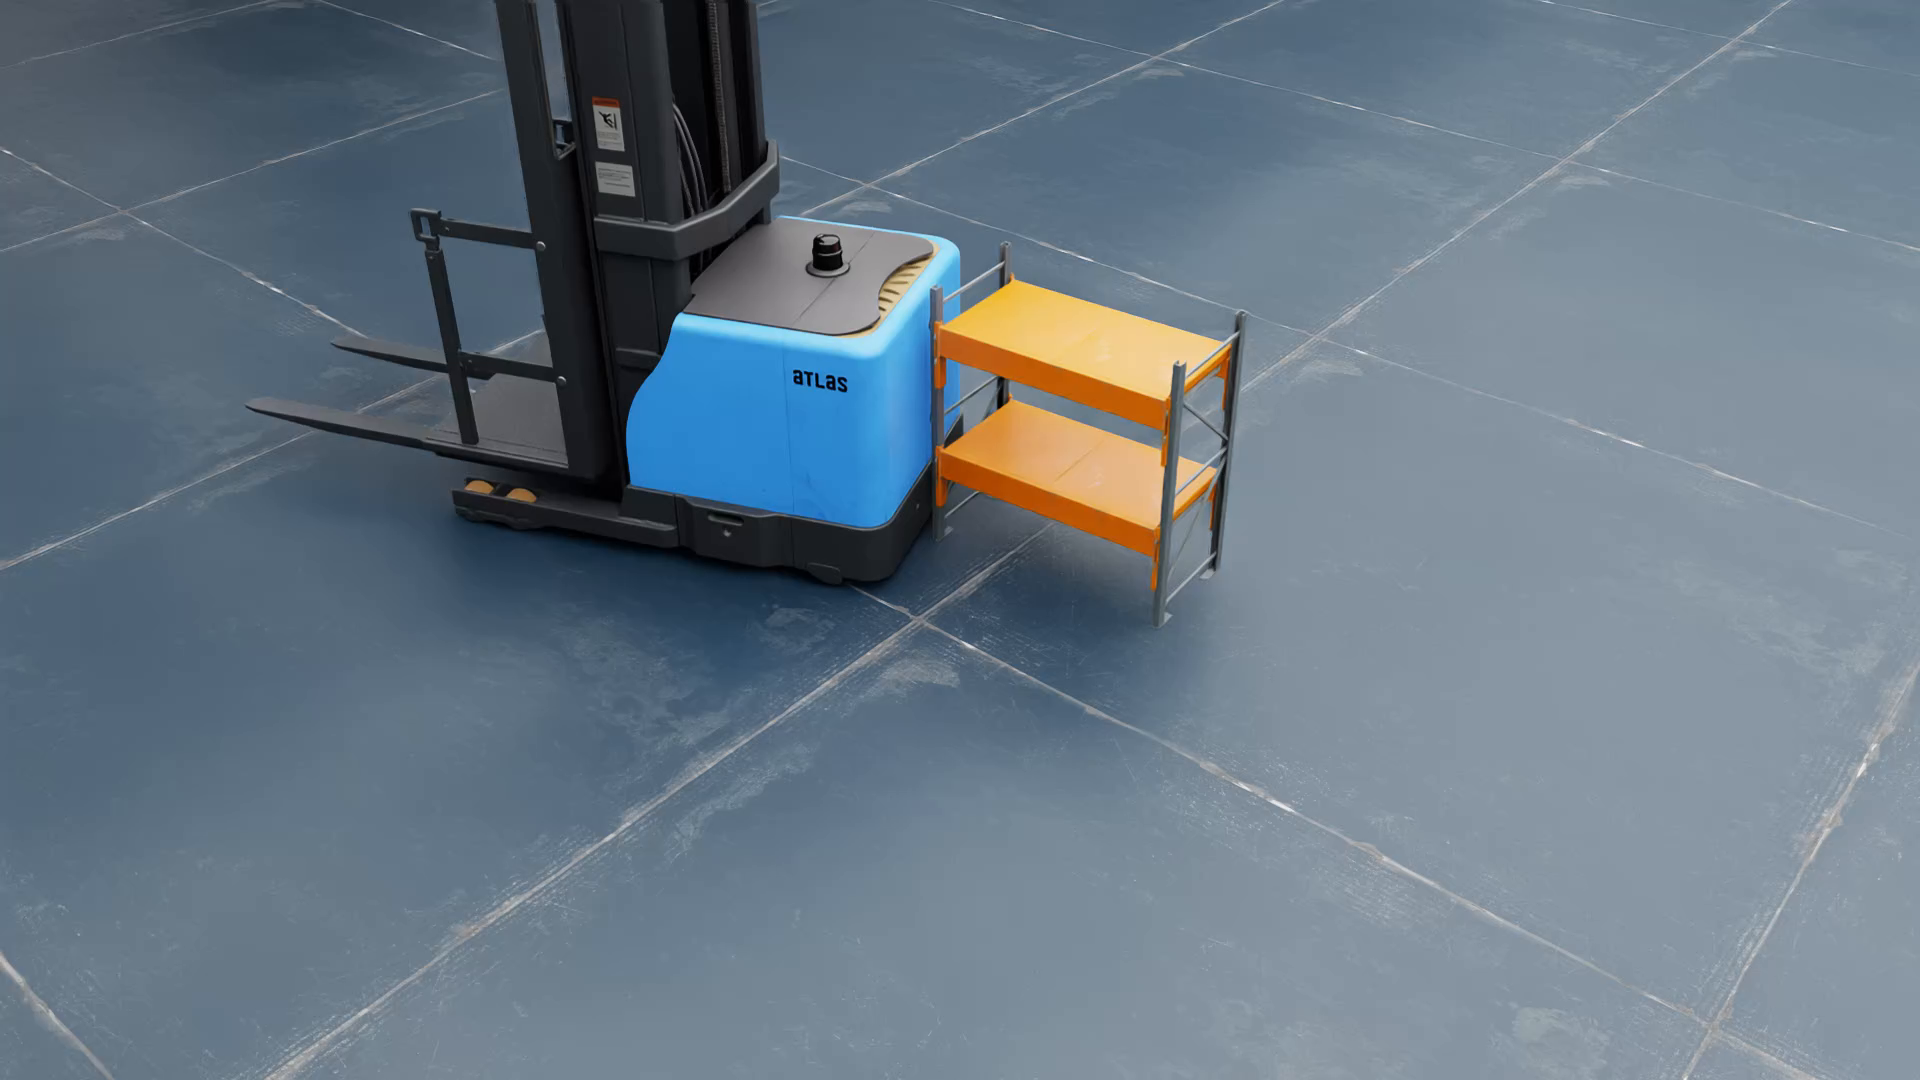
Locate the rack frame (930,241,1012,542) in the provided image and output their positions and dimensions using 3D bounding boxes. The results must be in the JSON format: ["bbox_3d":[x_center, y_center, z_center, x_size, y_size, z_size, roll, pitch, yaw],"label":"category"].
[{"bbox_3d":[0.044,-0.574,6.593,0.032,1.125,0.500,22,40,28],"label":"rack frame"}]

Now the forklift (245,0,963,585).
[{"bbox_3d":[-1.560,-1.522,6.377,3.031,2.935,1.130,10,36,15],"label":"forklift"}]

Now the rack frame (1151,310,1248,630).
[{"bbox_3d":[0.876,-0.243,6.111,0.032,1.125,0.500,22,40,28],"label":"rack frame"}]

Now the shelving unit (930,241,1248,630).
[{"bbox_3d":[0.460,-0.409,6.352,1.048,1.125,0.538,22,40,28],"label":"shelving unit"}]

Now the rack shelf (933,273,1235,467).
[{"bbox_3d":[0.460,-0.650,6.186,1.000,0.278,0.538,22,40,28],"label":"rack shelf"}]

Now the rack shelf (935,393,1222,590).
[{"bbox_3d":[0.460,-0.207,6.490,1.000,0.278,0.538,22,40,28],"label":"rack shelf"}]
